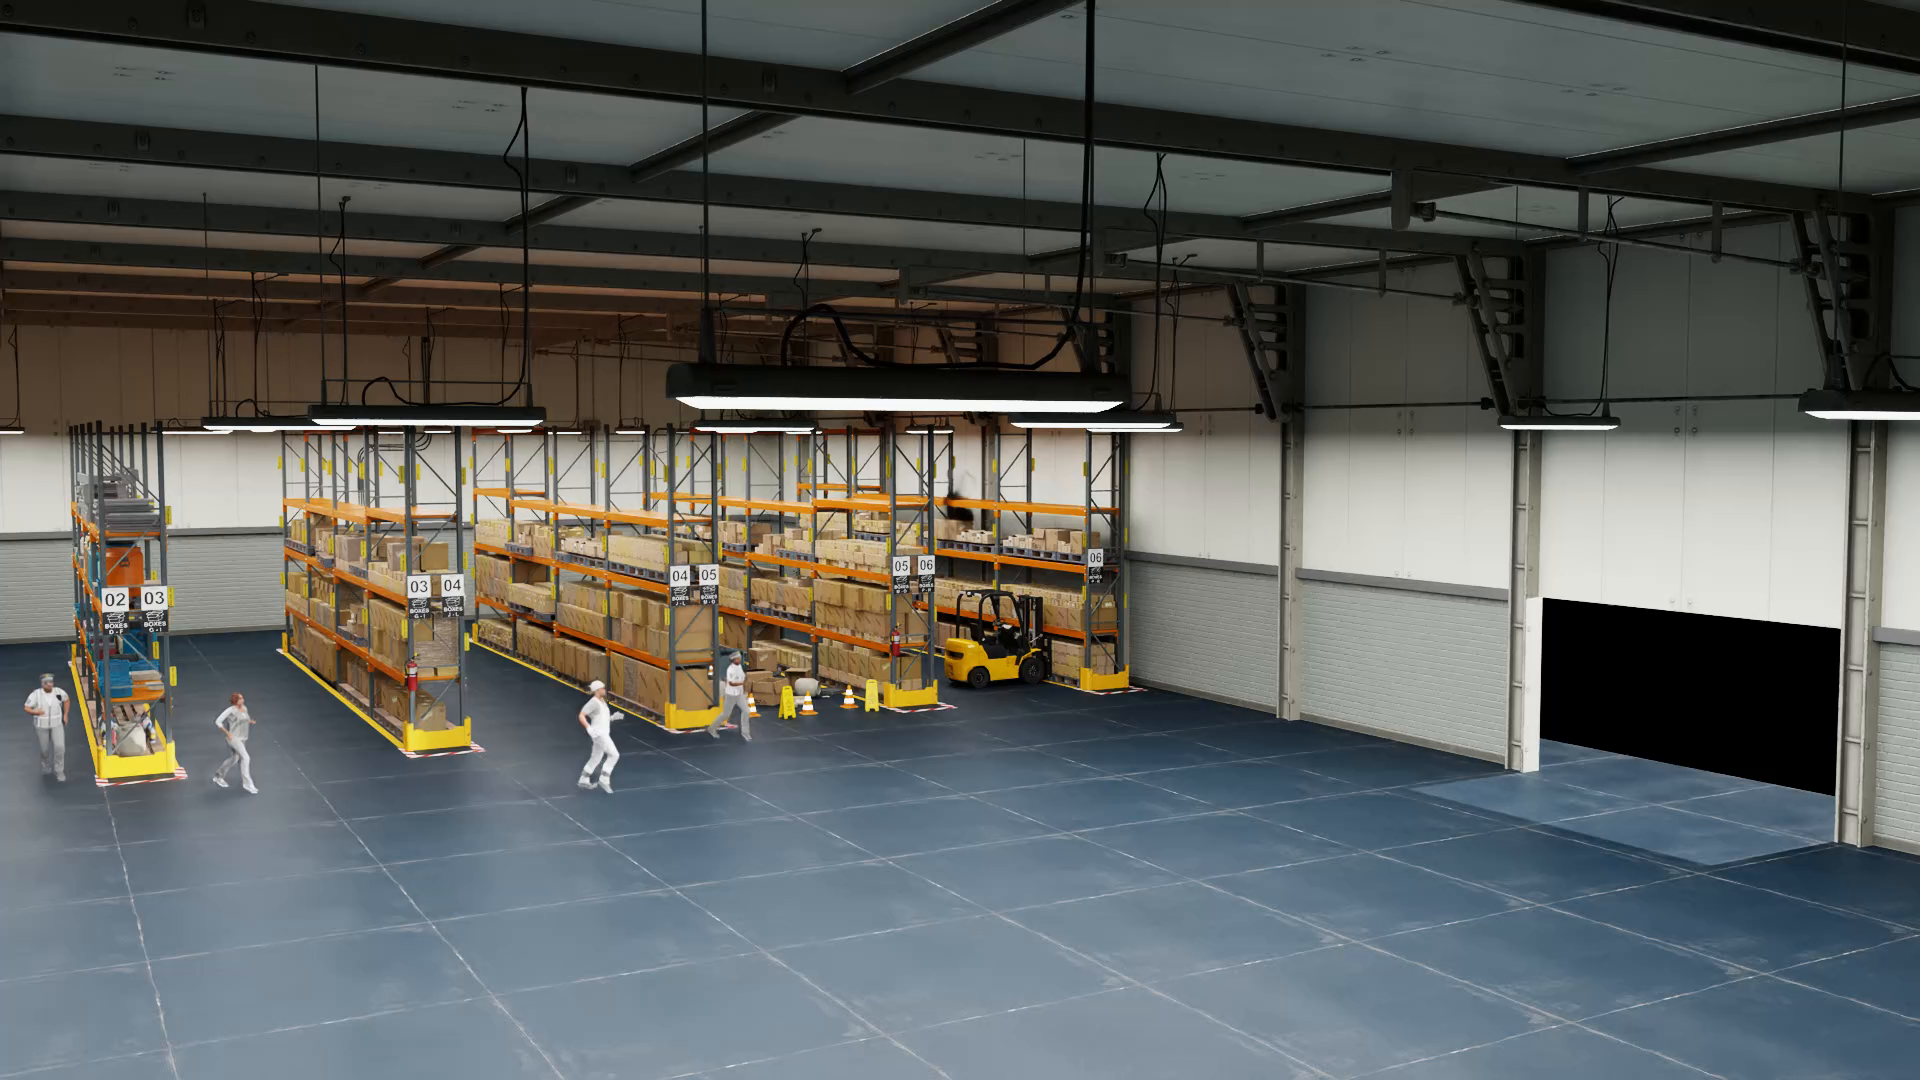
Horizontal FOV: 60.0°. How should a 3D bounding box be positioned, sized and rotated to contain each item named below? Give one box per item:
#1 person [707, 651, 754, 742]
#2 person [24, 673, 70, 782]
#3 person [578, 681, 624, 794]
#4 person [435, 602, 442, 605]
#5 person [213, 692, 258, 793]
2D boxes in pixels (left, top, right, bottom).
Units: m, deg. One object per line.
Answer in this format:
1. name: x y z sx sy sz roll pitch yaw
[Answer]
1. person: -4.304 2.942 31.375 0.895 1.746 0.588 1 4 21
2. person: -15.289 3.122 27.891 0.693 1.808 0.911 -2 4 -34
3. person: -5.786 3.175 26.773 0.747 1.828 0.642 0 4 -6
4. person: -14.538 2.026 46.599 0.648 1.635 0.507 1 4 13
5. person: -11.711 3.261 26.889 0.784 1.631 0.518 0 4 6
